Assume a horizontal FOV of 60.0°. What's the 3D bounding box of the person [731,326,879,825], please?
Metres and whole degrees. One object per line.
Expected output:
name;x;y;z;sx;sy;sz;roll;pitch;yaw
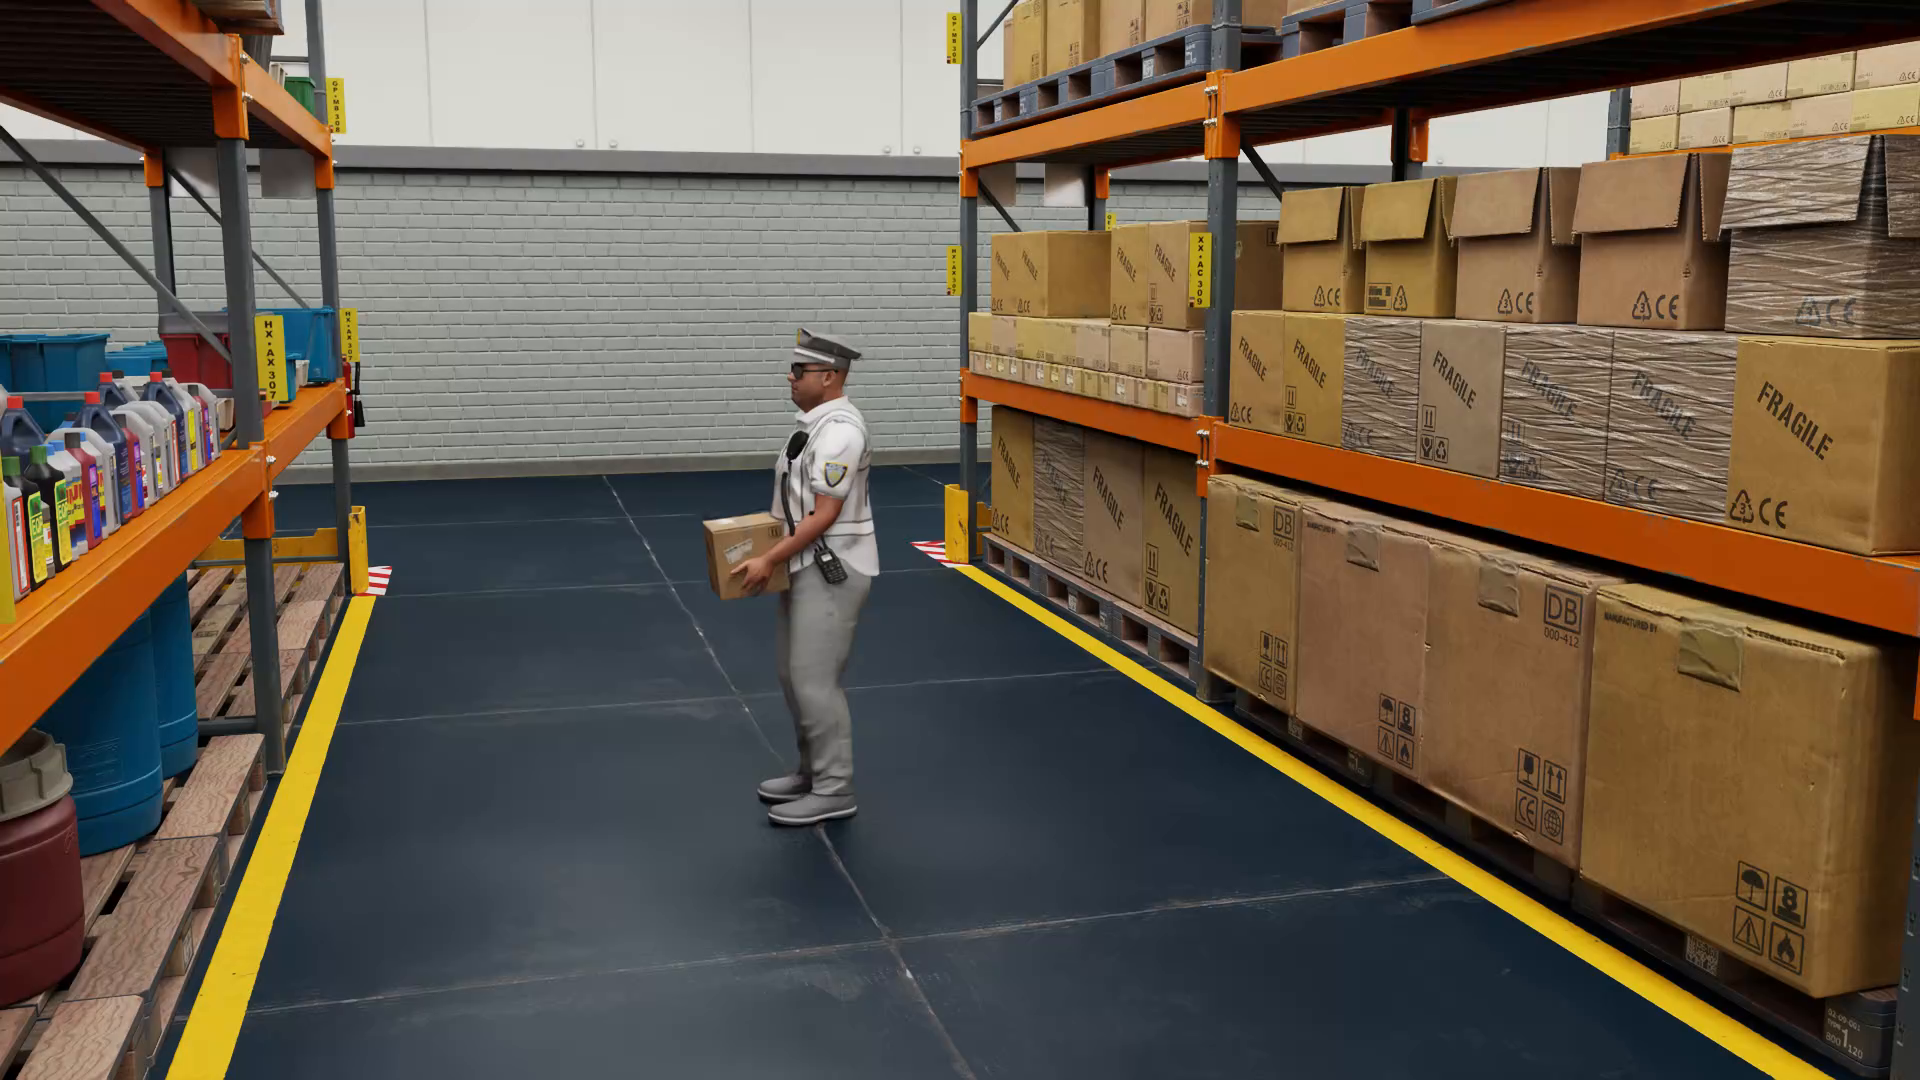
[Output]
person;-0.577;0.121;6.015;0.545;1.775;0.521;-3;10;-16
